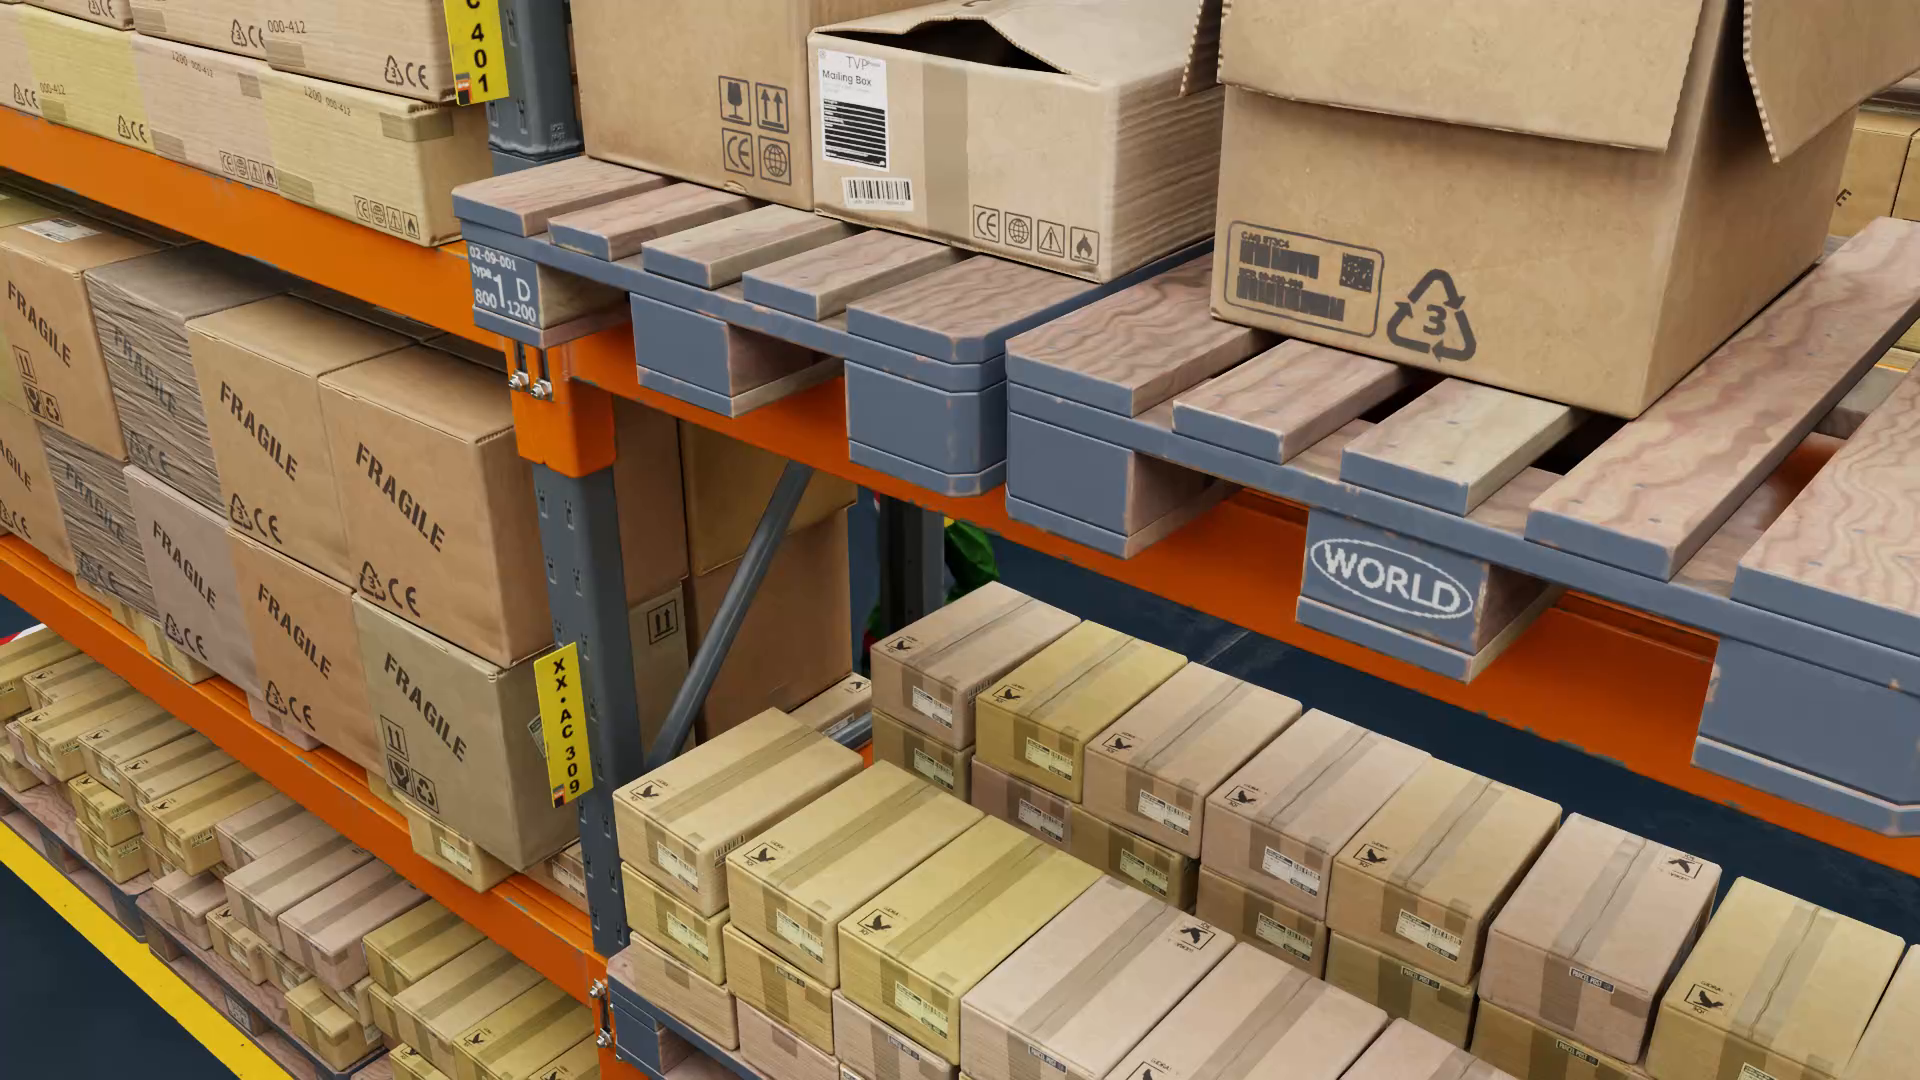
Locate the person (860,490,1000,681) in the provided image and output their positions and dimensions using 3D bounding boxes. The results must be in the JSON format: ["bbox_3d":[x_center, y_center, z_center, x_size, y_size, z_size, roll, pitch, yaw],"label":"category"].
[{"bbox_3d":[-0.147,-0.113,6.287,0.535,1.780,0.579,10,29,18],"label":"person"}]
